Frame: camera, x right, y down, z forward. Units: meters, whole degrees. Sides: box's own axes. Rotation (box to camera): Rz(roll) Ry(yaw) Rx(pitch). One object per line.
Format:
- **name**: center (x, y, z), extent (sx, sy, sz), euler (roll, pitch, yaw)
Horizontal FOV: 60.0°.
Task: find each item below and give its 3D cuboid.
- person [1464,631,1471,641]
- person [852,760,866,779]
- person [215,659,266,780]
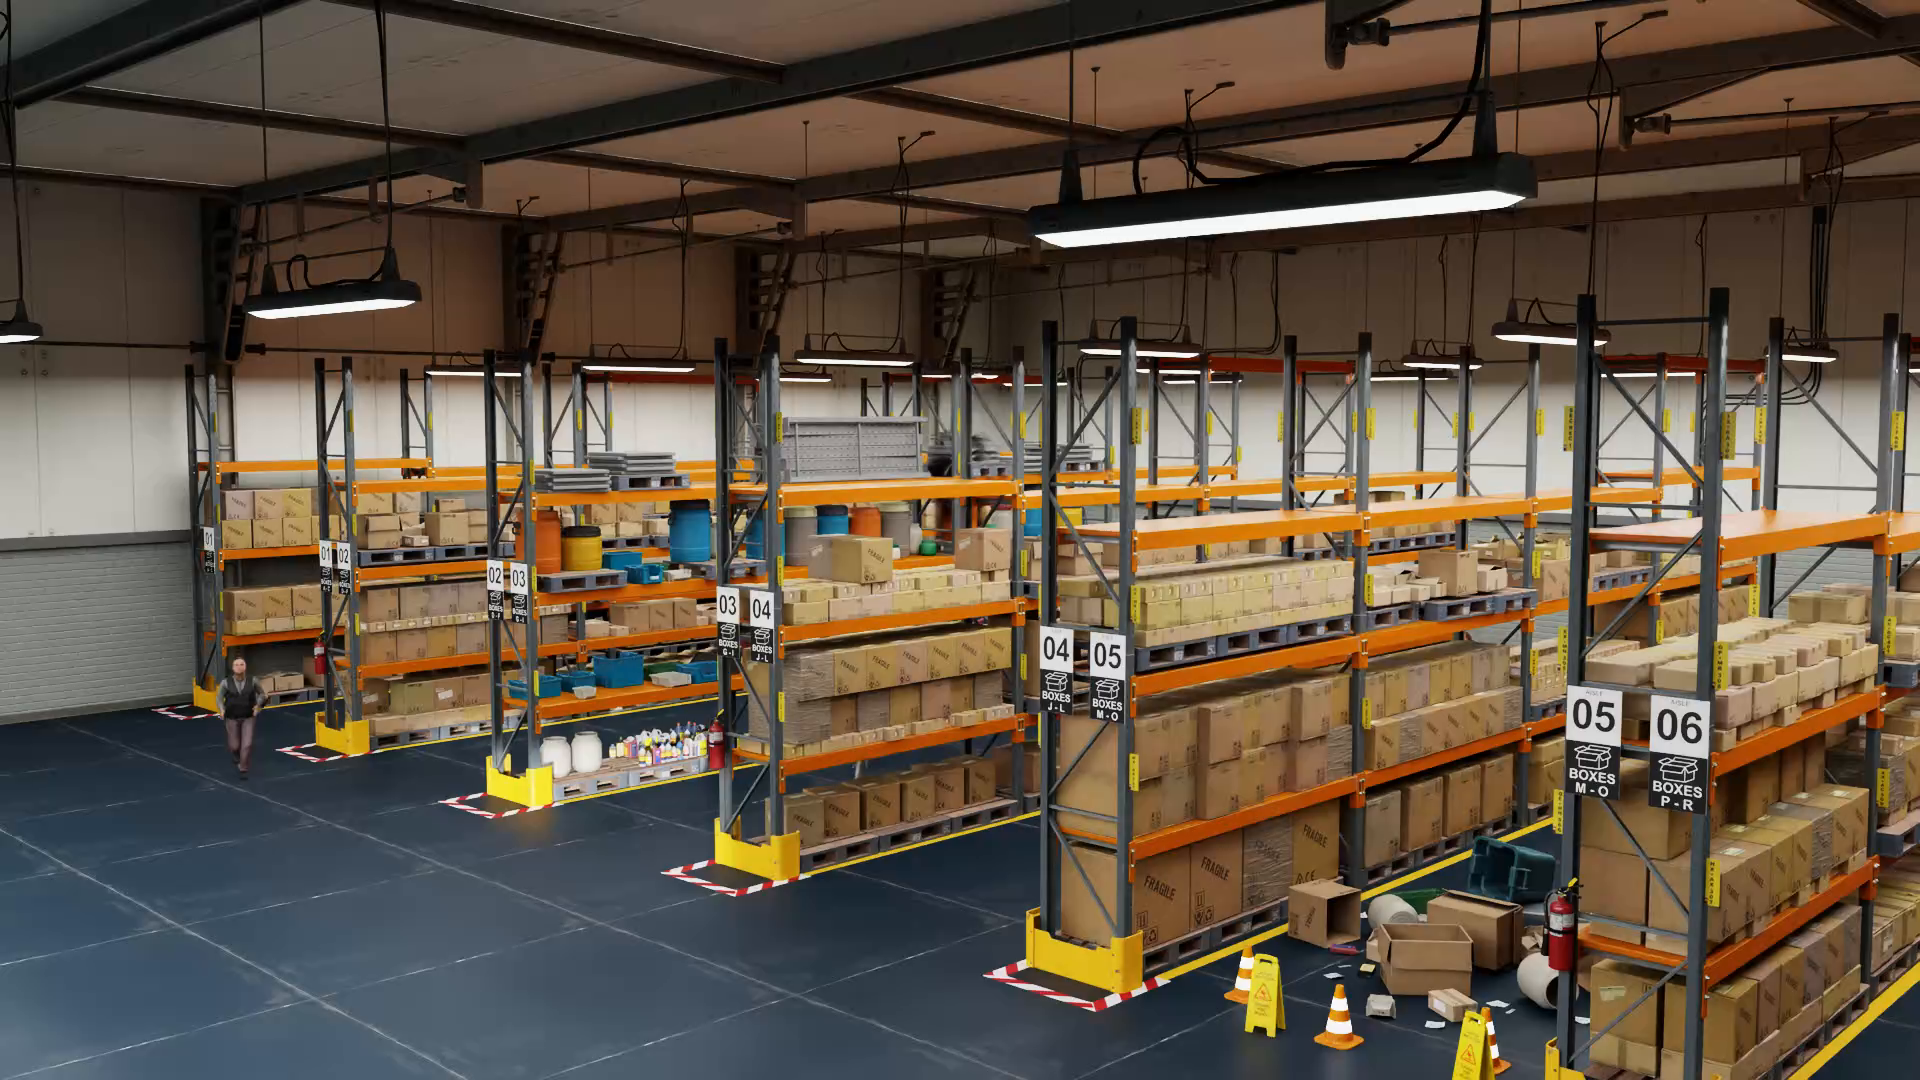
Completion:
- **person**: center (8.272, 2.271, 27.302), extent (0.512, 1.570, 0.636), euler (4, 6, 41)
- **person**: center (-1.453, 2.626, 22.829), extent (0.552, 1.594, 0.695), euler (2, 5, 21)
- **person**: center (-10.213, 2.527, 23.634), extent (0.660, 1.691, 0.665), euler (-2, 5, -23)
